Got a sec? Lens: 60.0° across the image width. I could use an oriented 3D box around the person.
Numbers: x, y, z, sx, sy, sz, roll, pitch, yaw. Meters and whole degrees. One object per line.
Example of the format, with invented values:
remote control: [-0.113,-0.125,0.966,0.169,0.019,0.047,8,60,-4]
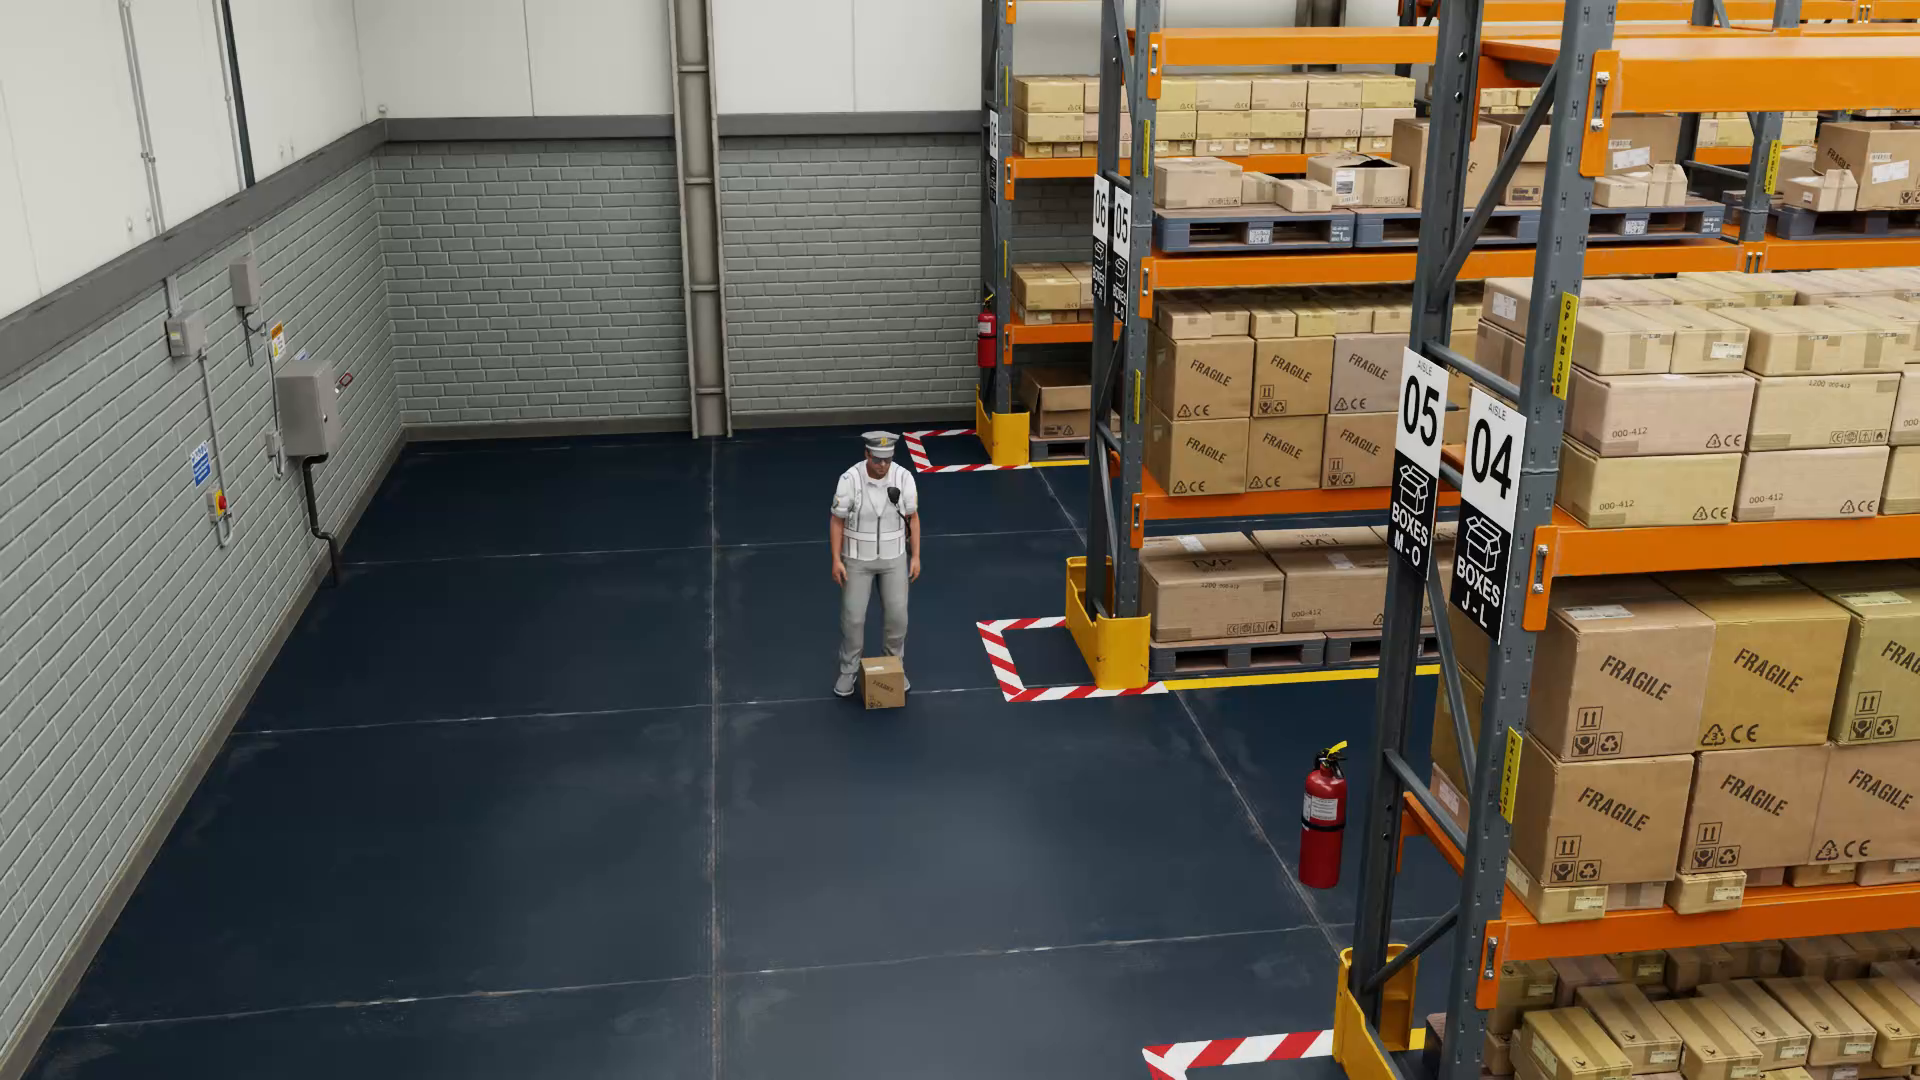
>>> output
person: [-0.549,0.121,10.727,0.604,1.747,0.442,-4,20,-11]
